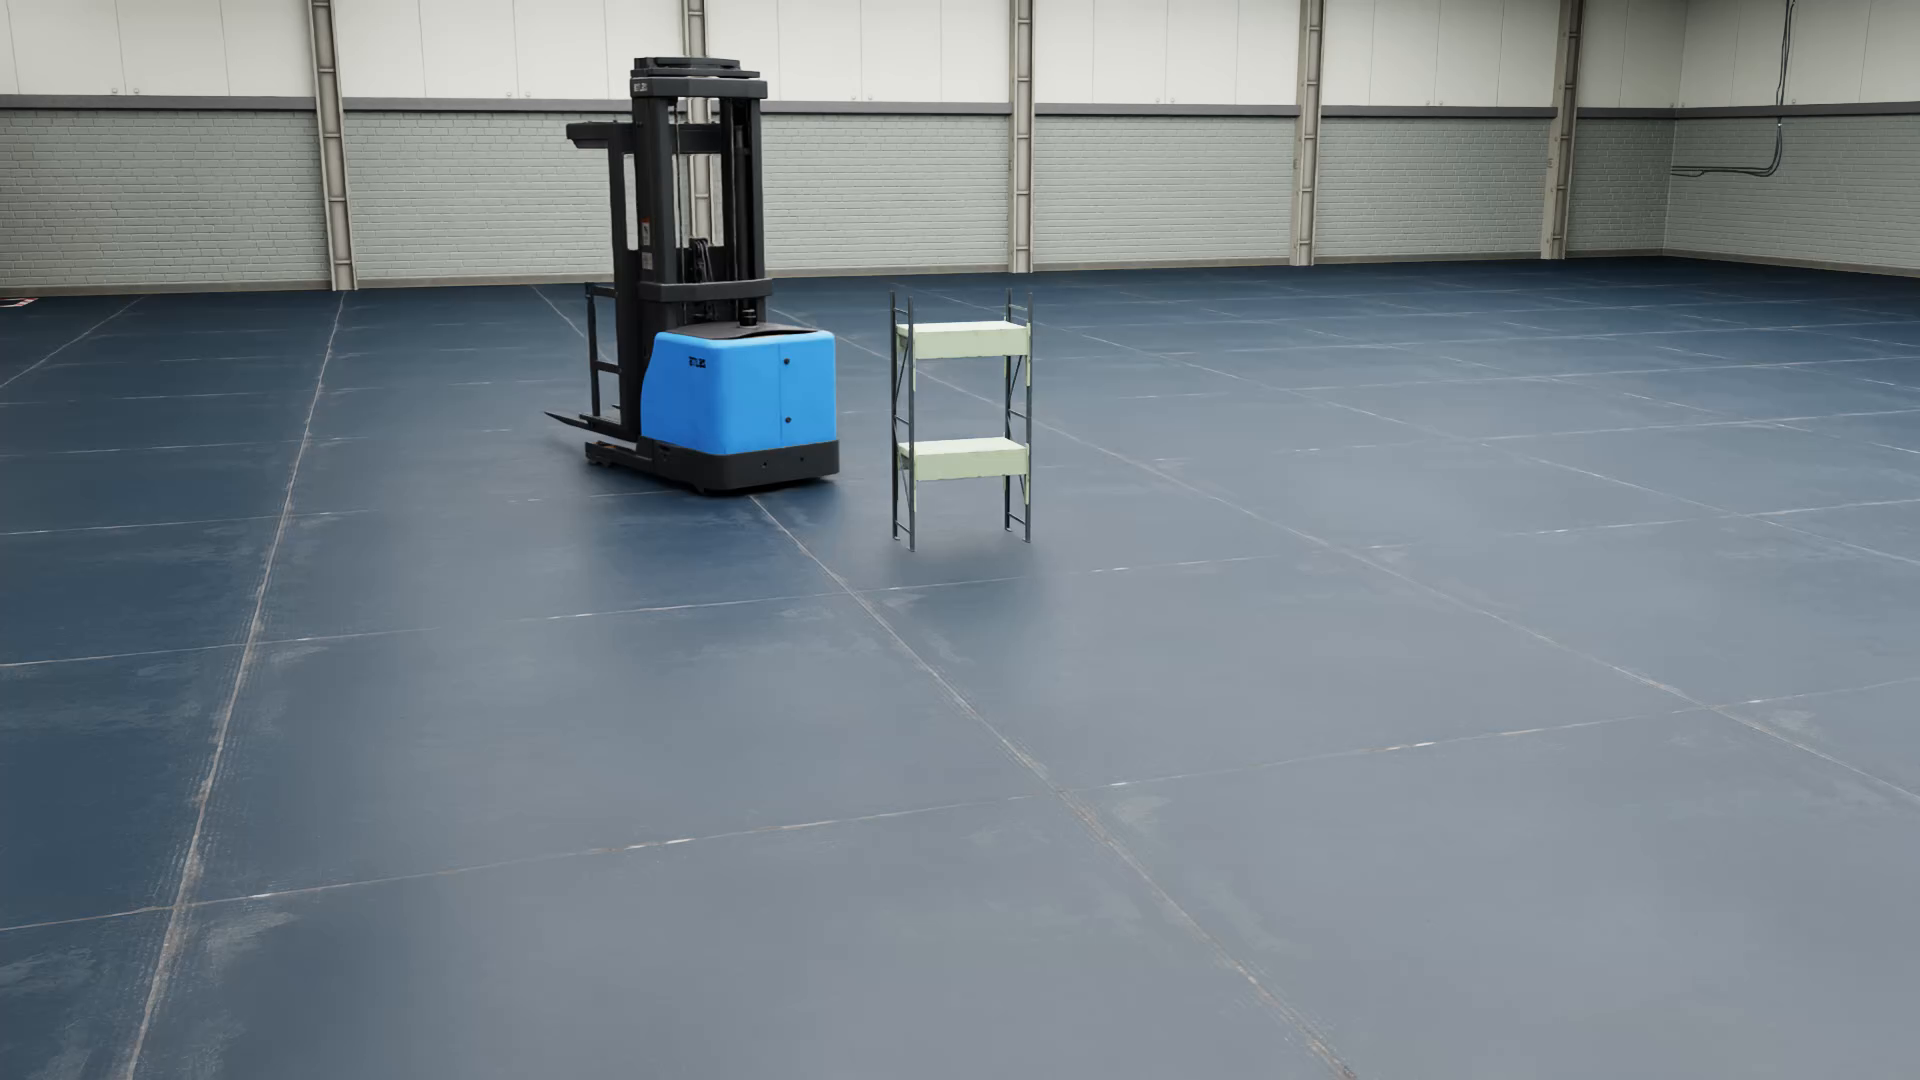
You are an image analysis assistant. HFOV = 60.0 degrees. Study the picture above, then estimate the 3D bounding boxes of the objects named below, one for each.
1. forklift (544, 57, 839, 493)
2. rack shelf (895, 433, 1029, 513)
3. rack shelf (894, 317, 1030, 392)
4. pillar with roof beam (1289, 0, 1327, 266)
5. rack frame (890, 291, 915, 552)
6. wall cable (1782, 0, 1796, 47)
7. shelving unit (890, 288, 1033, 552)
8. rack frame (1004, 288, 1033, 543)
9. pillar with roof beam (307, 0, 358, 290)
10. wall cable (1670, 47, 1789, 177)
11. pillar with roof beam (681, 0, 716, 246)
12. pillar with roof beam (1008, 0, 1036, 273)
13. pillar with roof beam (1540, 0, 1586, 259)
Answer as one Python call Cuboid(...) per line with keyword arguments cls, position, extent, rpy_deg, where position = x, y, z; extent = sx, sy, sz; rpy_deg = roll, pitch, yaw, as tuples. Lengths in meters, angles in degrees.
Cuboid(cls="forklift", position=(-2.180, -2.031, 12.349), extent=(1.130, 2.935, 3.031), rpy_deg=(-11, 17, -38))
Cuboid(cls="rack shelf", position=(0.006, -0.413, 10.047), extent=(0.720, 0.370, 0.431), rpy_deg=(-4, 14, -18))
Cuboid(cls="rack shelf", position=(0.006, -1.110, 9.881), extent=(0.720, 0.370, 0.431), rpy_deg=(-4, 14, -18))
Cuboid(cls="pillar with roof beam", position=(8.198, -8.935, 28.258), extent=(0.400, 9.000, 9.100), rpy_deg=(-4, 14, -18))
Cuboid(cls="rack frame", position=(-0.341, -0.703, 9.858), extent=(0.023, 1.500, 0.400), rpy_deg=(-4, 14, -18))
Cuboid(cls="wall cable", position=(16.588, -10.602, 31.064), extent=(0.112, 2.526, 3.097), rpy_deg=(-4, 14, -18))
Cuboid(cls="shelving unit", position=(0.006, -0.730, 9.971), extent=(0.755, 1.500, 0.431), rpy_deg=(-4, 14, -18))
Cuboid(cls="rack frame", position=(0.353, -0.757, 10.085), extent=(0.023, 1.500, 0.400), rpy_deg=(-4, 14, -18))
Cuboid(cls="pillar with roof beam", position=(-8.862, -7.606, 22.673), extent=(0.400, 9.000, 9.100), rpy_deg=(-4, 14, -18))
Cuboid(cls="wall cable", position=(15.725, -8.738, 34.143), extent=(0.112, 2.526, 3.097), rpy_deg=(-4, 14, -18))
Cuboid(cls="pillar with roof beam", position=(-3.176, -8.049, 24.535), extent=(0.400, 9.000, 9.100), rpy_deg=(-4, 14, -18))
Cuboid(cls="pillar with roof beam", position=(2.511, -8.492, 26.396), extent=(0.400, 9.000, 9.100), rpy_deg=(-4, 14, -18))
Cuboid(cls="pillar with roof beam", position=(13.884, -9.377, 30.120), extent=(0.400, 9.000, 9.100), rpy_deg=(-4, 14, -18))
